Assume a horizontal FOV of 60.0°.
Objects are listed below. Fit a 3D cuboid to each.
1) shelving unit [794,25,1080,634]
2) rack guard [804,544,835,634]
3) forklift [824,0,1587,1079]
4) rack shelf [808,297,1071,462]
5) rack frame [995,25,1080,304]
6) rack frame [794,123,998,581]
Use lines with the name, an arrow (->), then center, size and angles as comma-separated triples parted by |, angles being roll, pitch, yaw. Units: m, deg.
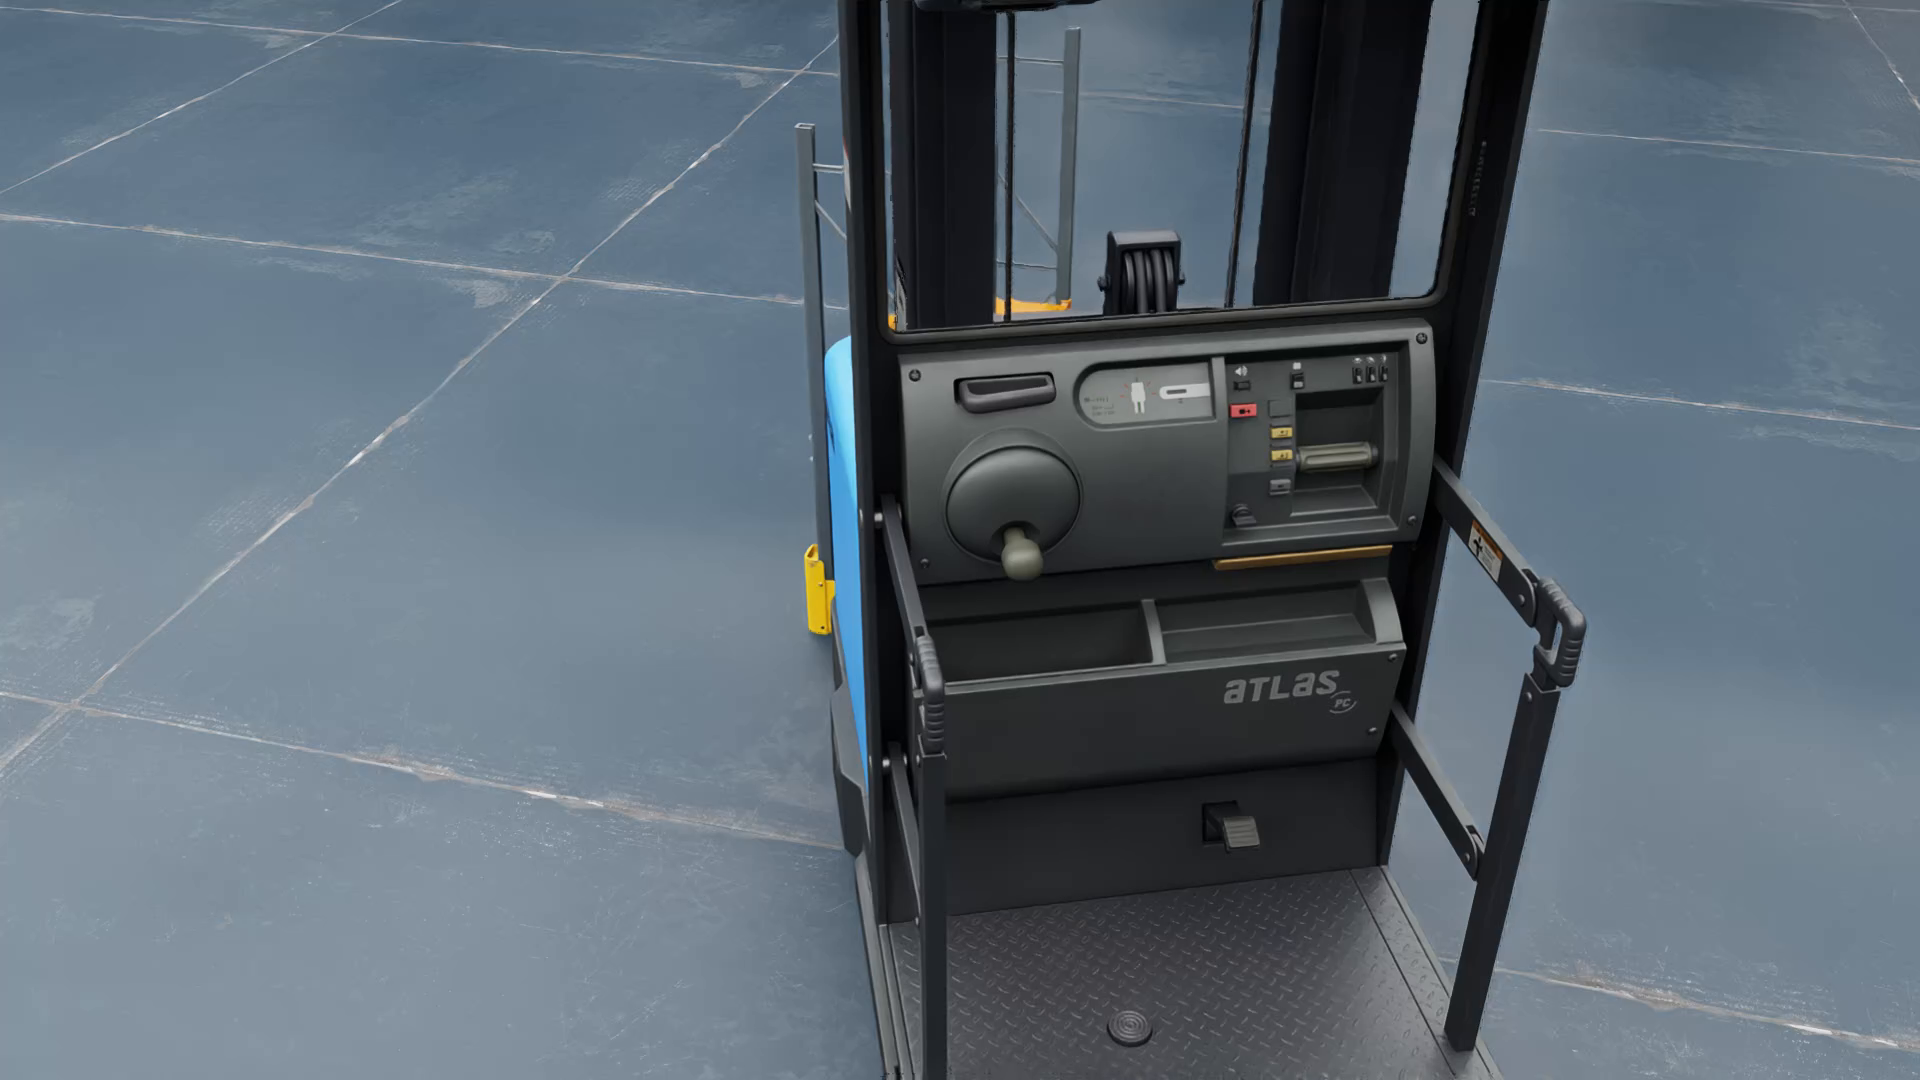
shelving unit -> -0.025, -0.611, 4.812 | 0.587, 1.500, 1.083 | 8, 33, 12
rack guard -> -0.151, 0.175, 4.741 | 0.587, 0.250, 0.087 | 8, 33, 12
forklift -> 0.401, -0.096, 2.669 | 1.130, 2.935, 3.031 | -5, 33, -8
rack shelf -> -0.028, -0.454, 4.901 | 0.538, 0.185, 1.000 | 8, 33, 12
rack frame -> 0.101, -0.870, 5.220 | 0.500, 1.500, 0.032 | 8, 33, 12
rack frame -> -0.156, -0.342, 4.390 | 0.500, 1.500, 0.032 | 8, 33, 12
